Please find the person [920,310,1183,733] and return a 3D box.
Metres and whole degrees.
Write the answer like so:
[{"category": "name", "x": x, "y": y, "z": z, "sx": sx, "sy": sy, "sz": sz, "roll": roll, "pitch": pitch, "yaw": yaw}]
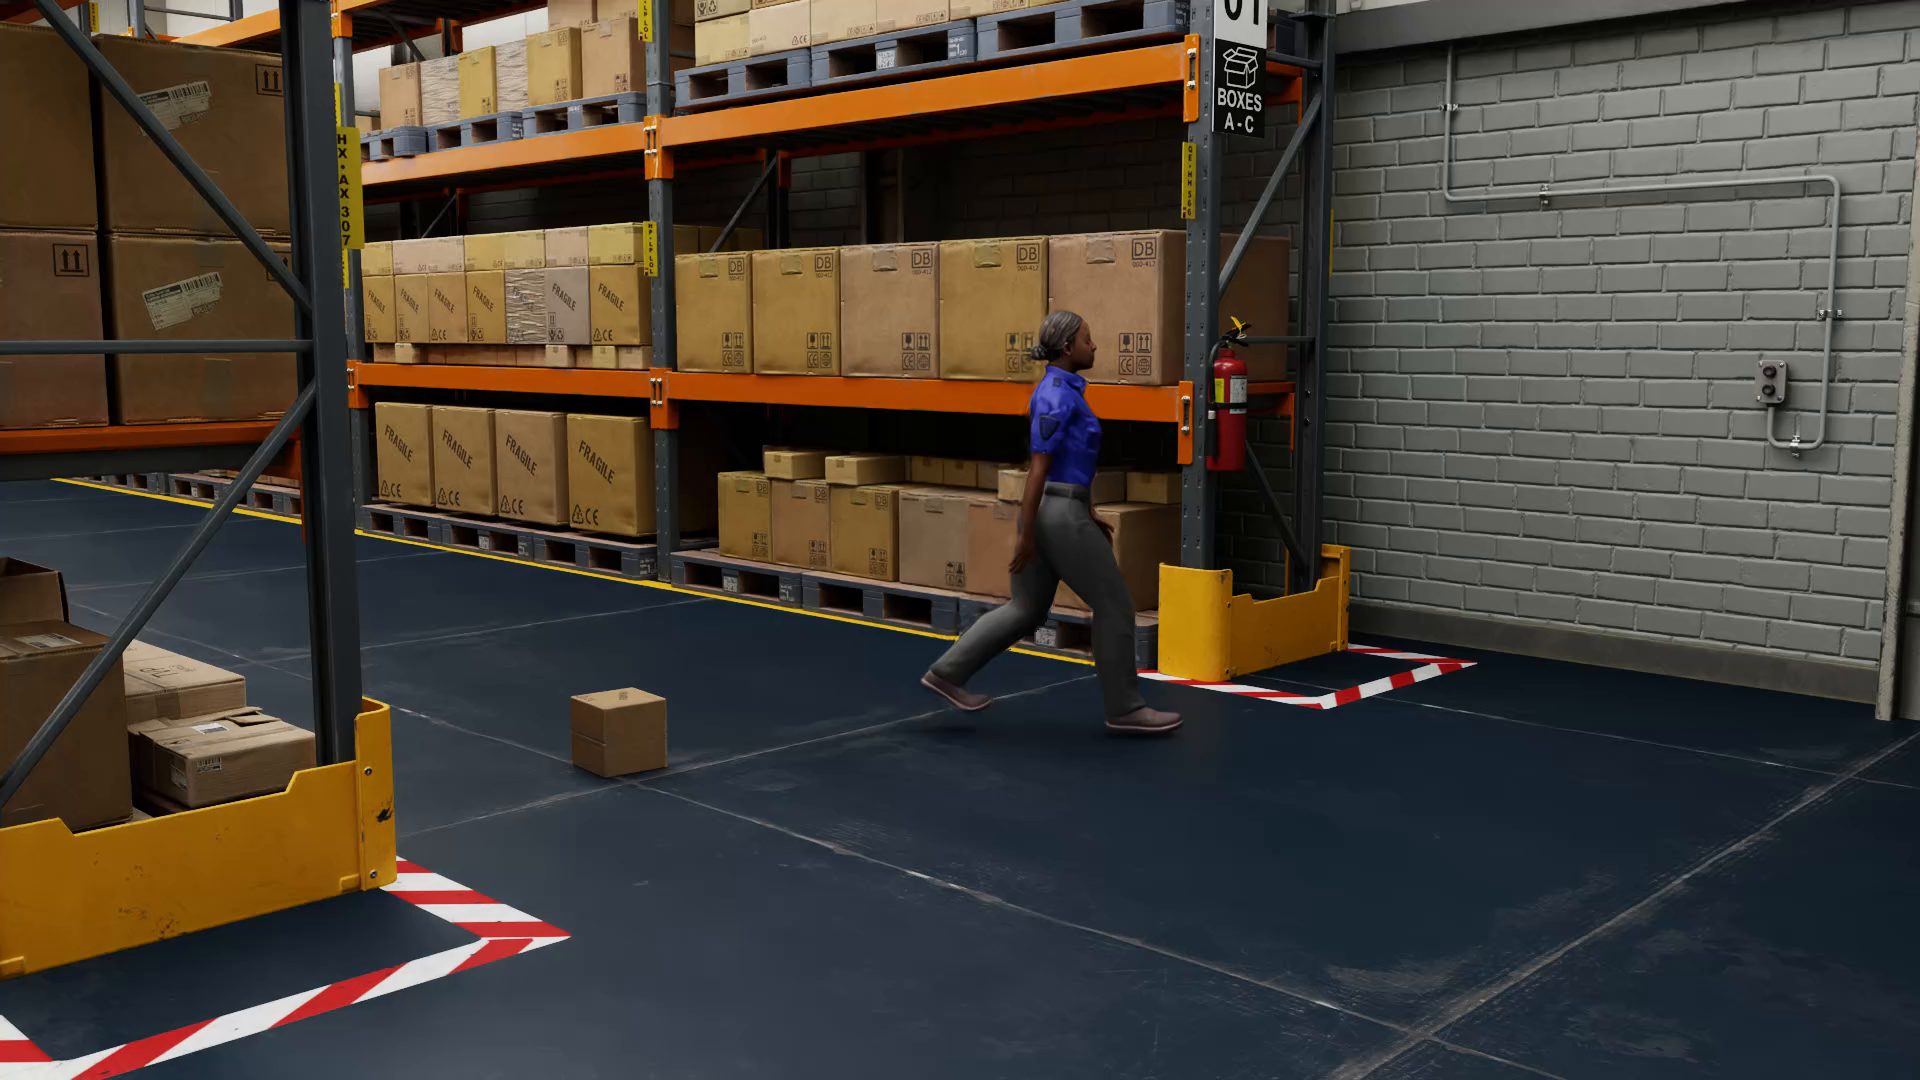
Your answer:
[{"category": "person", "x": 0.349, "y": -0.072, "z": 6.361, "sx": 1.008, "sy": 1.600, "sz": 0.468, "roll": 0, "pitch": 7, "yaw": -3}]
